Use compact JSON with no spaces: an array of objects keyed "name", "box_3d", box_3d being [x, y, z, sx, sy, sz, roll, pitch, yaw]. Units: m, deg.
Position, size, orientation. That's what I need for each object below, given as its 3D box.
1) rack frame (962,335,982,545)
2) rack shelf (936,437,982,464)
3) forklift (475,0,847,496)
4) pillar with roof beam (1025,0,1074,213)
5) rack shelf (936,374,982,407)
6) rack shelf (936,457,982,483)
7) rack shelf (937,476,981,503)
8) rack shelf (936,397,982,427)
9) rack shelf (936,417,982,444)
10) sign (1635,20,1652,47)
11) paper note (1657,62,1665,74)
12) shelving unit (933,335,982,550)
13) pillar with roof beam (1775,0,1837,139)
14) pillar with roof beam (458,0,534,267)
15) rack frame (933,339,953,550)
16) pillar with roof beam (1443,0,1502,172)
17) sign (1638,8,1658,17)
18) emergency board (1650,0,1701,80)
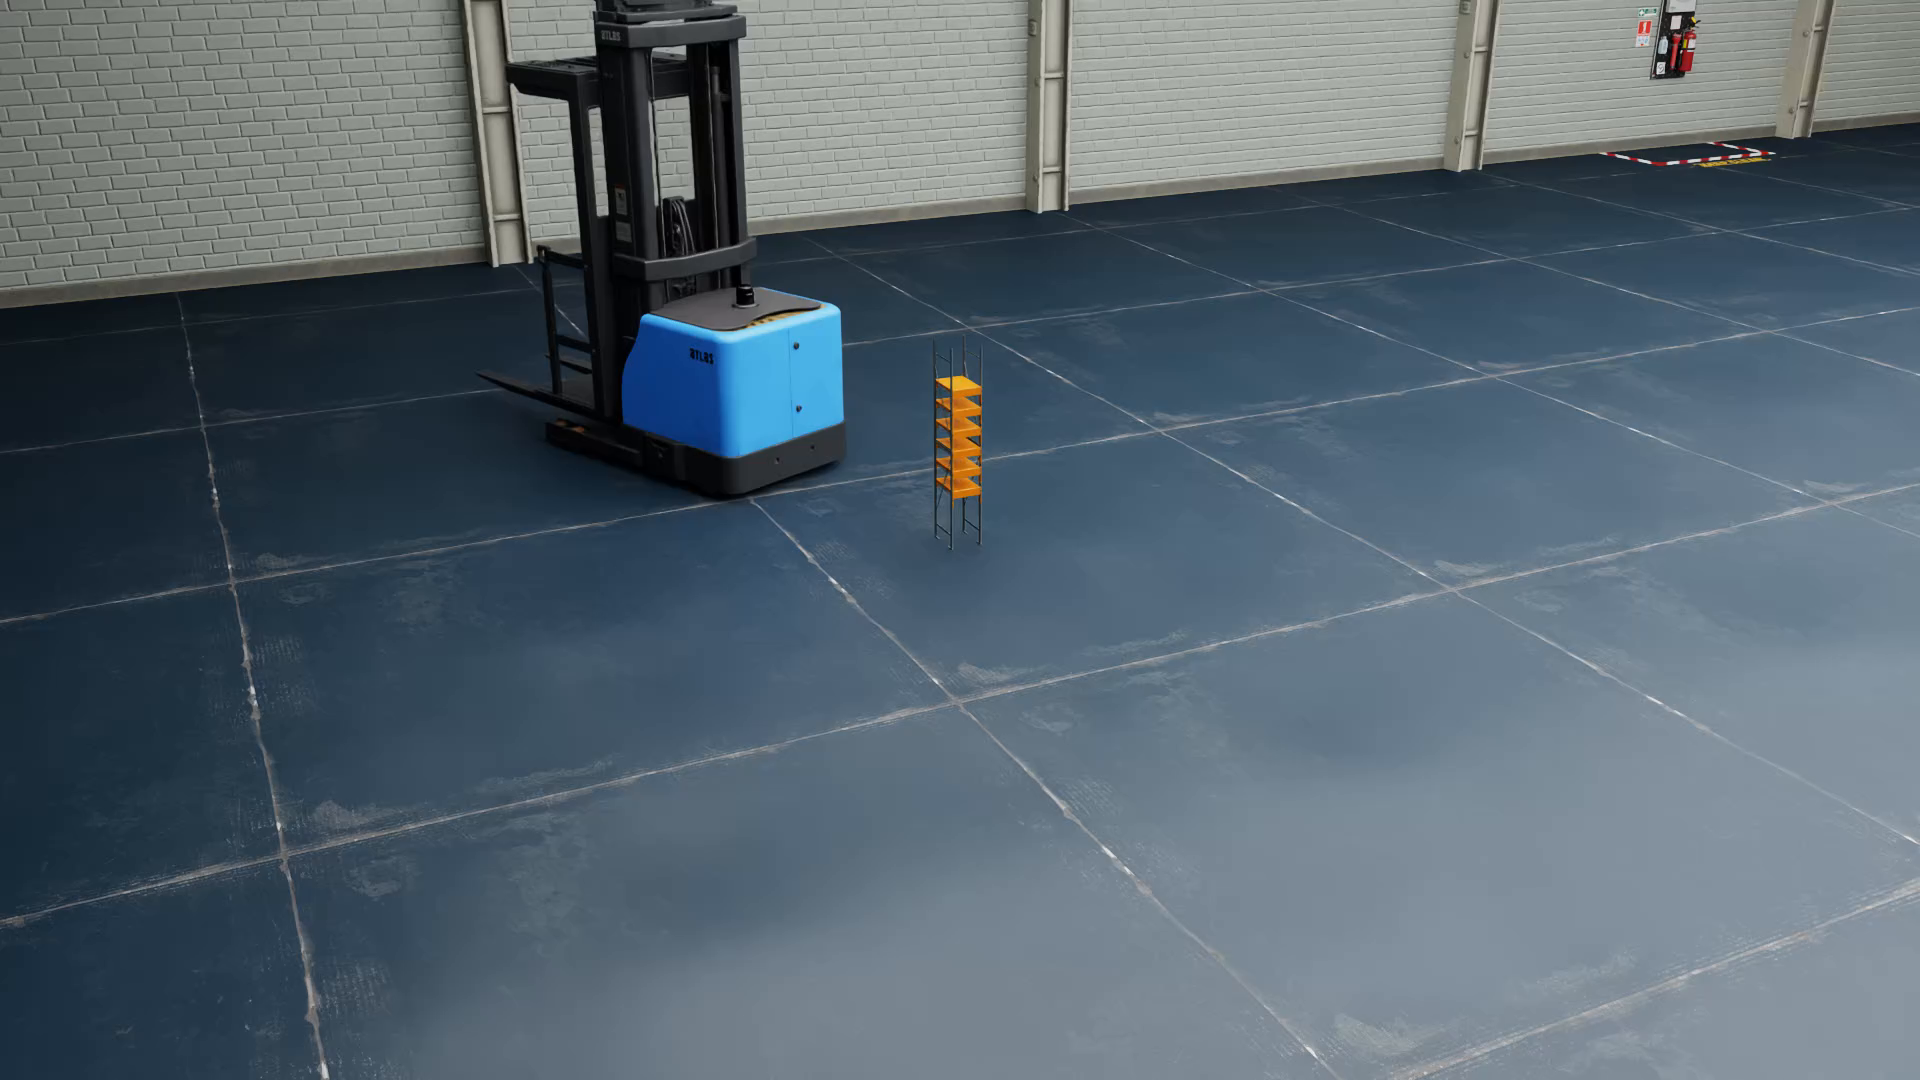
[{"name":"rack frame","box_3d":[0.069,-0.567,9.551,0.006,1.200,0.240,-10,25,-24]},{"name":"rack shelf","box_3d":[-0.013,-0.511,9.532,0.180,0.103,0.258,-10,25,-24]},{"name":"forklift","box_3d":[-2.180,-2.084,10.952,3.031,2.935,1.130,19,29,38]},{"name":"pillar with roof beam","box_3d":[2.847,-6.406,13.461,0.400,9.000,9.100,-10,25,-24]},{"name":"rack shelf","box_3d":[-0.013,-0.844,9.394,0.180,0.103,0.258,-10,25,-24]},{"name":"rack shelf","box_3d":[-0.013,-0.400,9.578,0.180,0.103,0.258,-10,25,-24]},{"name":"rack shelf","box_3d":[-0.013,-0.289,9.623,0.180,0.103,0.258,-10,25,-24]},{"name":"rack shelf","box_3d":[-0.013,-0.733,9.440,0.180,0.103,0.258,-10,25,-24]},{"name":"rack shelf","box_3d":[-0.013,-0.622,9.486,0.180,0.103,0.258,-10,25,-24]},{"name":"sign","box_3d":[9.006,-6.672,21.900,0.234,0.329,0.001,-10,25,-24]},{"name":"paper note","box_3d":[9.360,-6.299,22.197,0.142,0.148,0.016,-10,25,-24]},{"name":"shelving unit","box_3d":[-0.013,-0.552,9.515,0.189,1.200,0.258,-10,25,-24]},{"name":"pillar with roof beam","box_3d":[13.659,-8.397,18.269,0.400,9.000,9.100,-10,25,-24]},{"name":"pillar with roof beam","box_3d":[-2.560,-5.411,11.056,0.400,9.000,9.100,-10,25,-24]},{"name":"rack frame","box_3d":[-0.095,-0.537,9.478,0.006,1.200,0.240,-10,25,-24]},{"name":"pillar with roof beam","box_3d":[8.253,-7.401,15.865,0.400,9.000,9.100,-10,25,-24]},{"name":"sign","box_3d":[9.014,-6.915,21.793,0.331,0.109,0.001,-10,25,-24]},{"name":"emergency board","box_3d":[9.549,-6.712,22.042,0.643,1.169,0.194,-10,25,-24]}]
